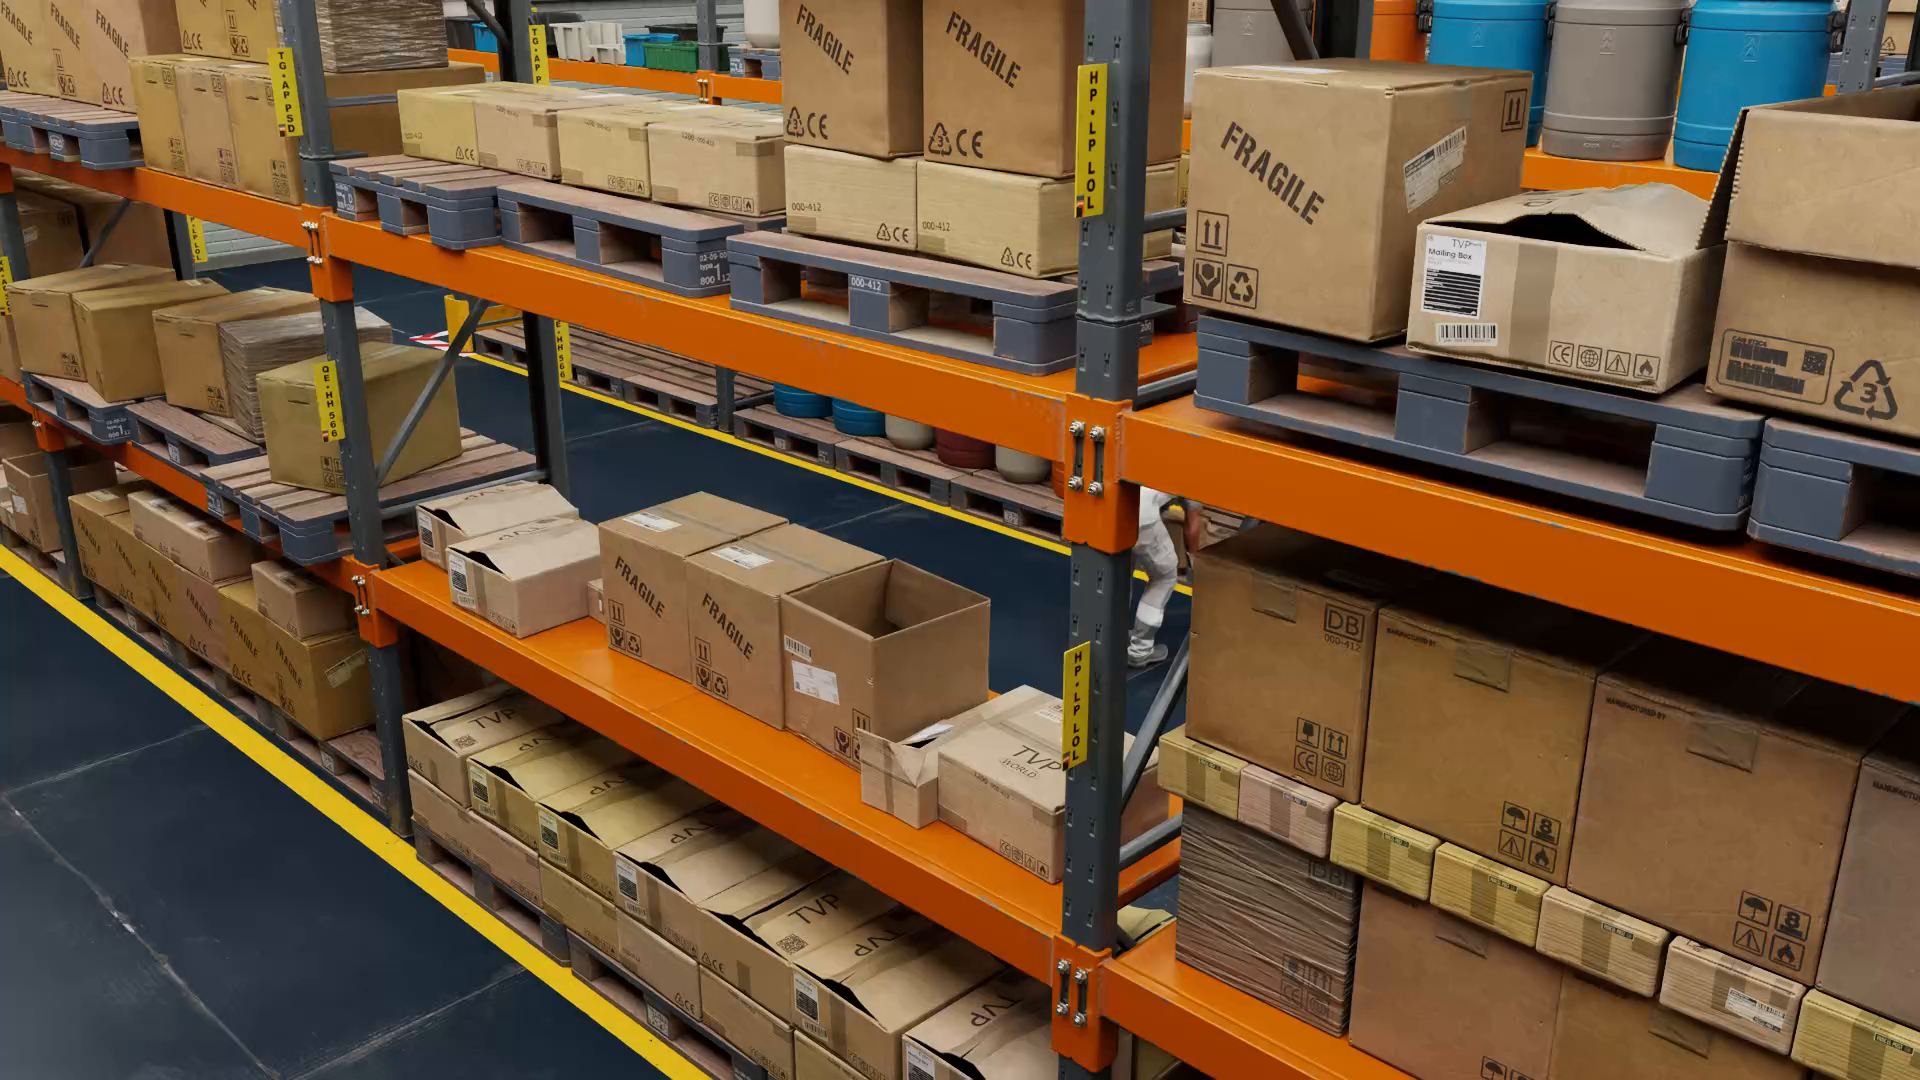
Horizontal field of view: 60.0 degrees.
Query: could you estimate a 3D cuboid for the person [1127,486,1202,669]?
[{"bbox_3d":[1.089,-0.023,9.272,0.497,1.319,0.909,18,27,39],"label":"person"}]
